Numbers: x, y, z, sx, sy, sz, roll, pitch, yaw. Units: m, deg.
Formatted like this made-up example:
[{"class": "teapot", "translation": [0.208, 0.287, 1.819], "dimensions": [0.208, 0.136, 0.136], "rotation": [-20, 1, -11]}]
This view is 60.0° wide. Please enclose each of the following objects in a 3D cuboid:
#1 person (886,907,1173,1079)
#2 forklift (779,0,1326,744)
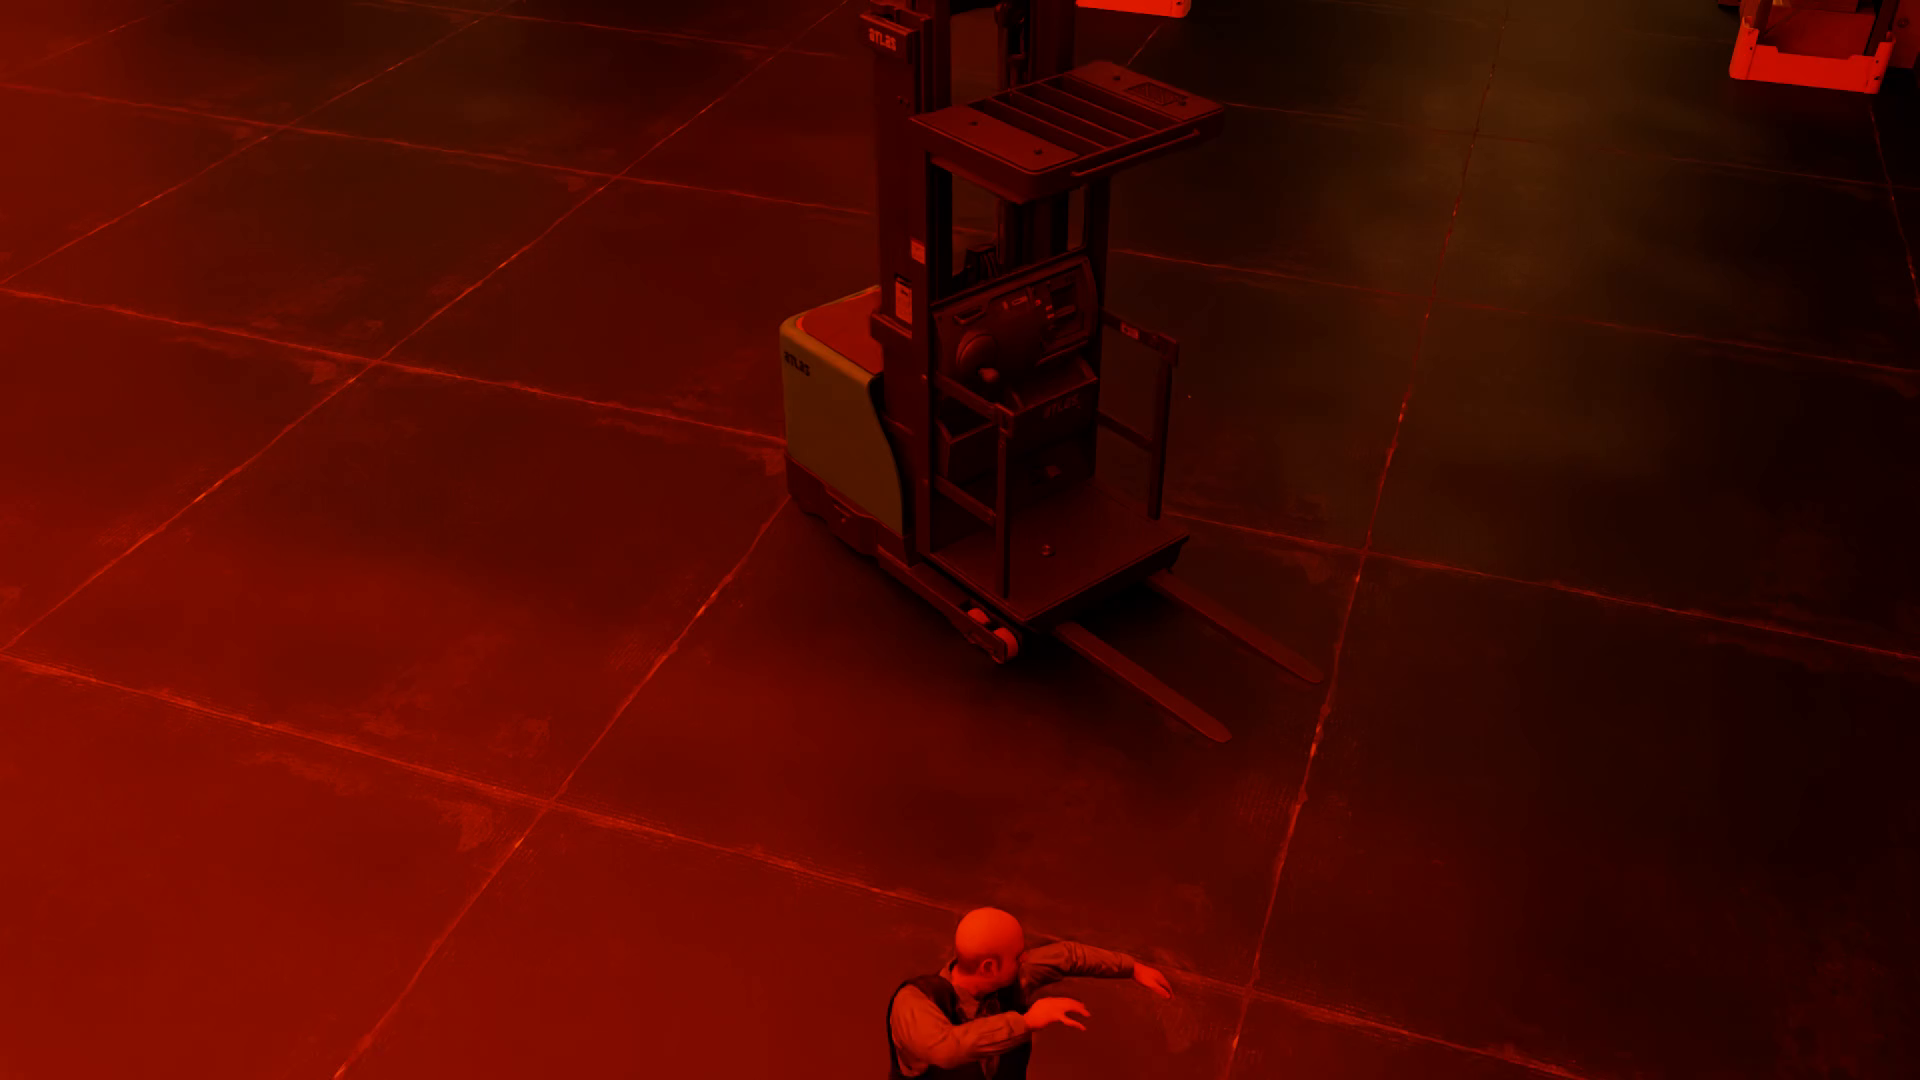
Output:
[{"class": "person", "translation": [0.251, 1.736, 4.964], "dimensions": [0.955, 1.428, 0.957], "rotation": [-5, 36, -7]}, {"class": "forklift", "translation": [0.402, -0.946, 7.446], "dimensions": [1.130, 2.935, 3.031], "rotation": [-26, 43, -32]}]
